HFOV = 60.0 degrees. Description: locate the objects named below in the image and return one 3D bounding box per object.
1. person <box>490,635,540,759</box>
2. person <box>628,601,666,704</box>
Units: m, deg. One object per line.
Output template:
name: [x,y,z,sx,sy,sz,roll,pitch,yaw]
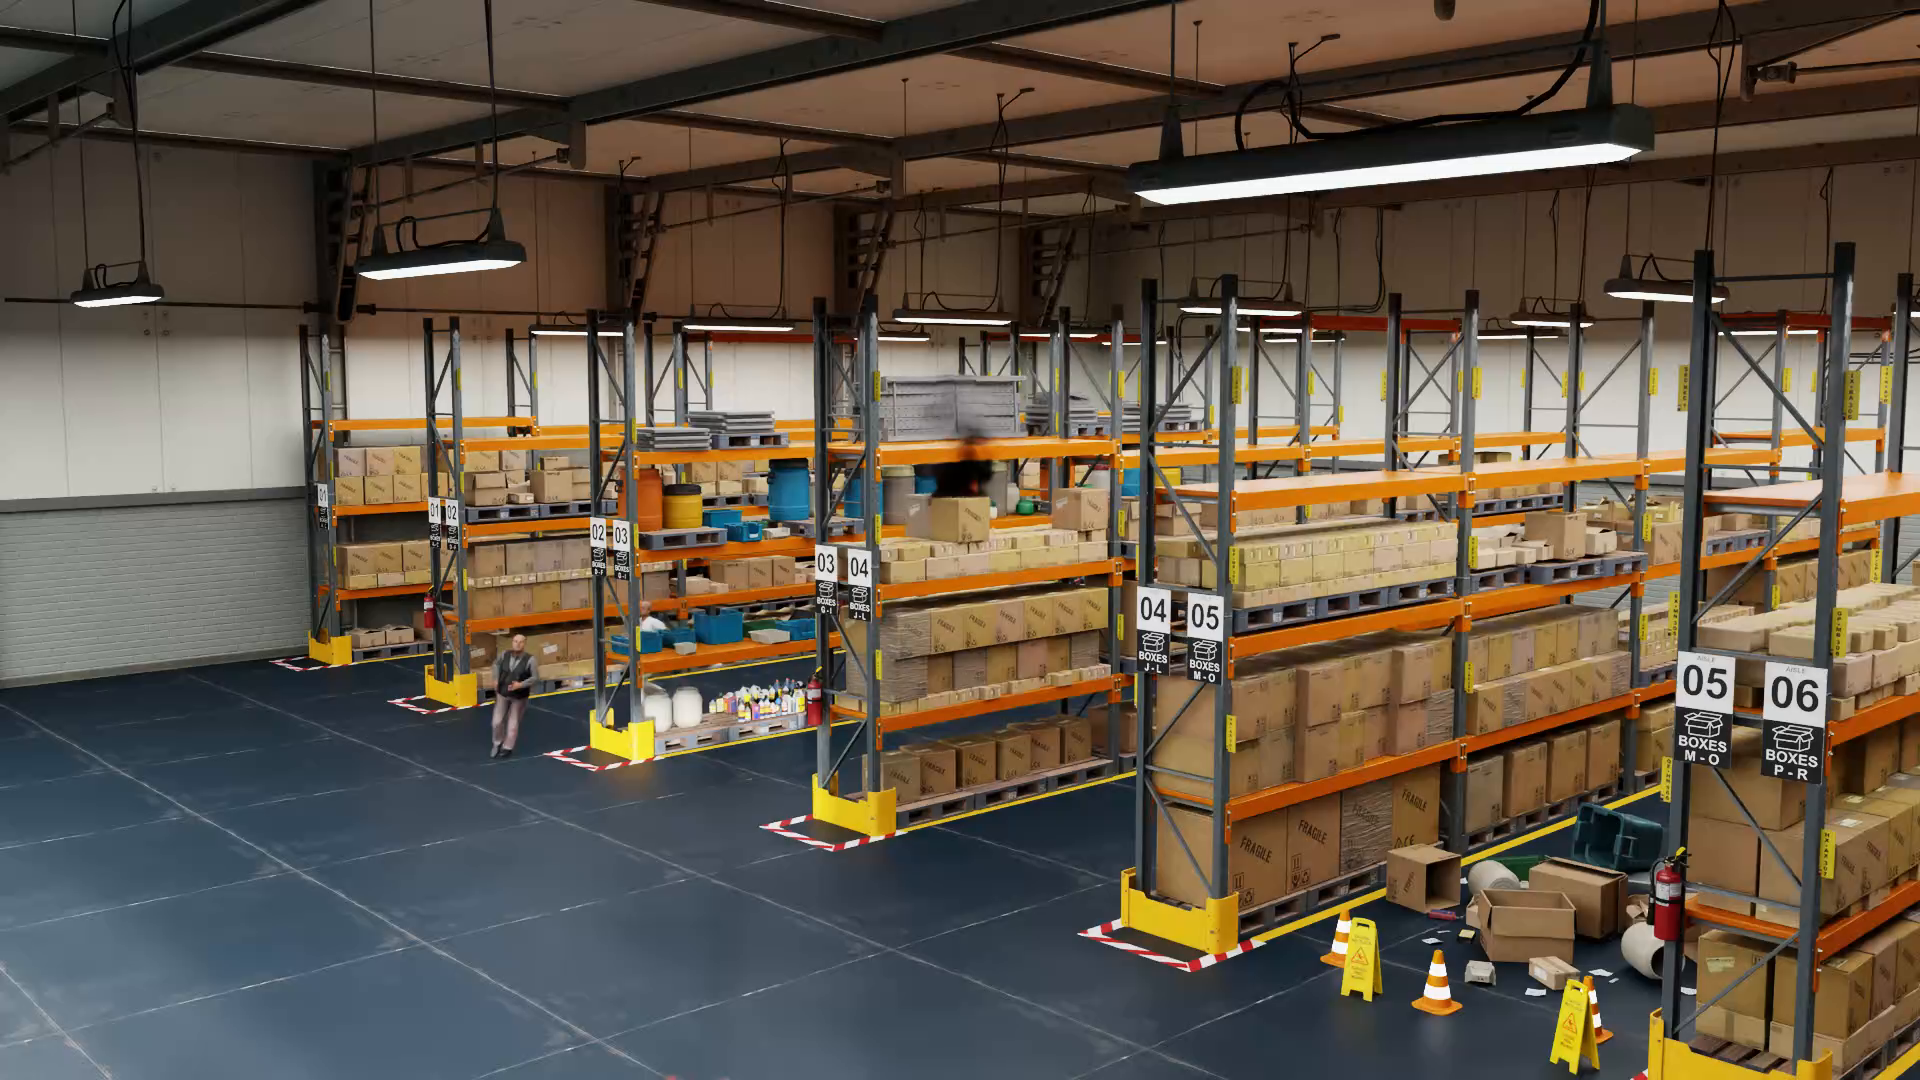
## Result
person: [-5.951,2.089,22.184,0.699,1.679,0.618,0,6,-4]
person: [-4.749,1.781,24.964,0.705,1.727,0.660,4,7,37]
